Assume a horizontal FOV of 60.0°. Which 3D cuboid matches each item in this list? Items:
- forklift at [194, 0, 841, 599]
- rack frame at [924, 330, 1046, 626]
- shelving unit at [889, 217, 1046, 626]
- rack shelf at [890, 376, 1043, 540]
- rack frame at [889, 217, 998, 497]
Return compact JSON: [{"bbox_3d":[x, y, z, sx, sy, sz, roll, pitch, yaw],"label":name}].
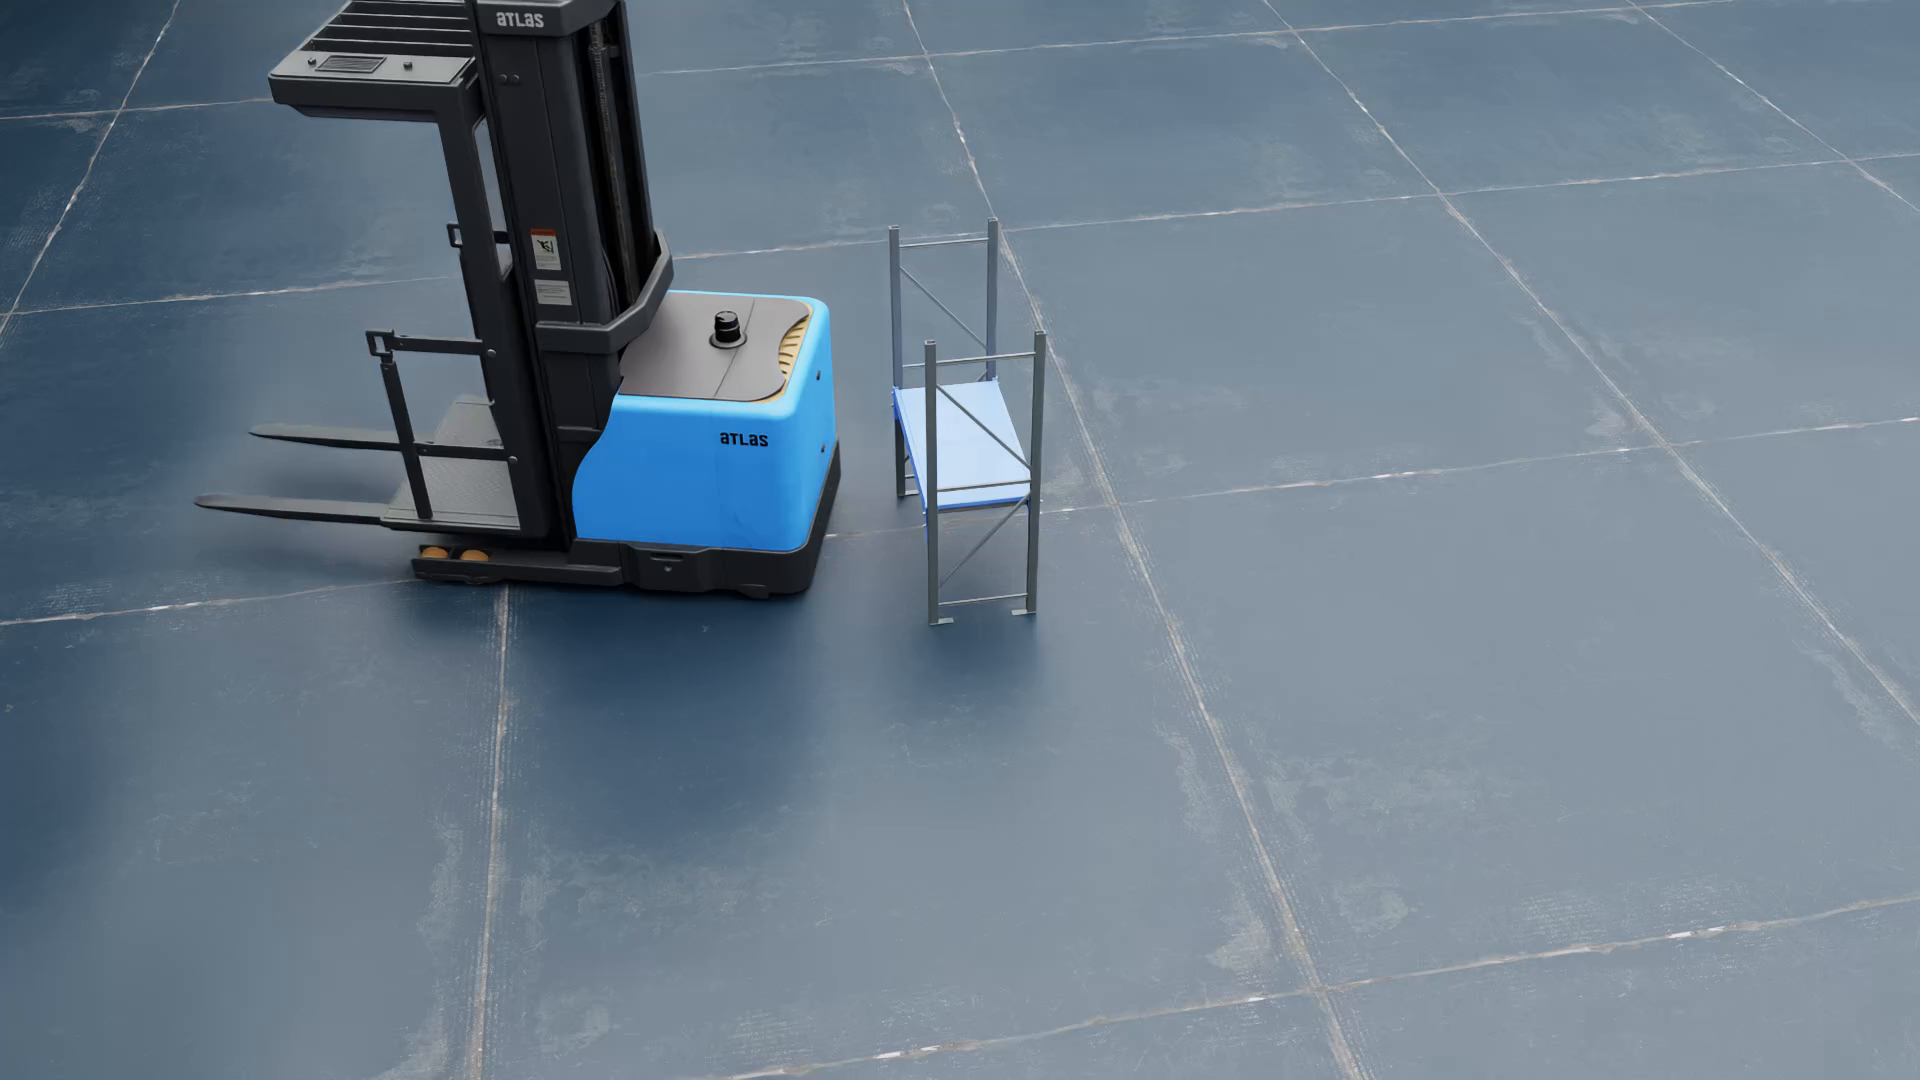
[{"bbox_3d":[-2.157,-1.263,7.387,3.031,2.935,1.130,4,38,5],"label":"forklift"},{"bbox_3d":[0.104,-0.234,7.228,0.500,1.500,0.032,-6,38,-8],"label":"rack frame"},{"bbox_3d":[0.015,-0.541,7.623,0.538,1.500,1.048,-6,38,-8],"label":"shelving unit"},{"bbox_3d":[0.015,-0.399,7.734,0.538,0.185,1.000,-6,38,-8],"label":"rack shelf"},{"bbox_3d":[-0.074,-0.848,8.019,0.500,1.500,0.032,-6,38,-8],"label":"rack frame"}]
